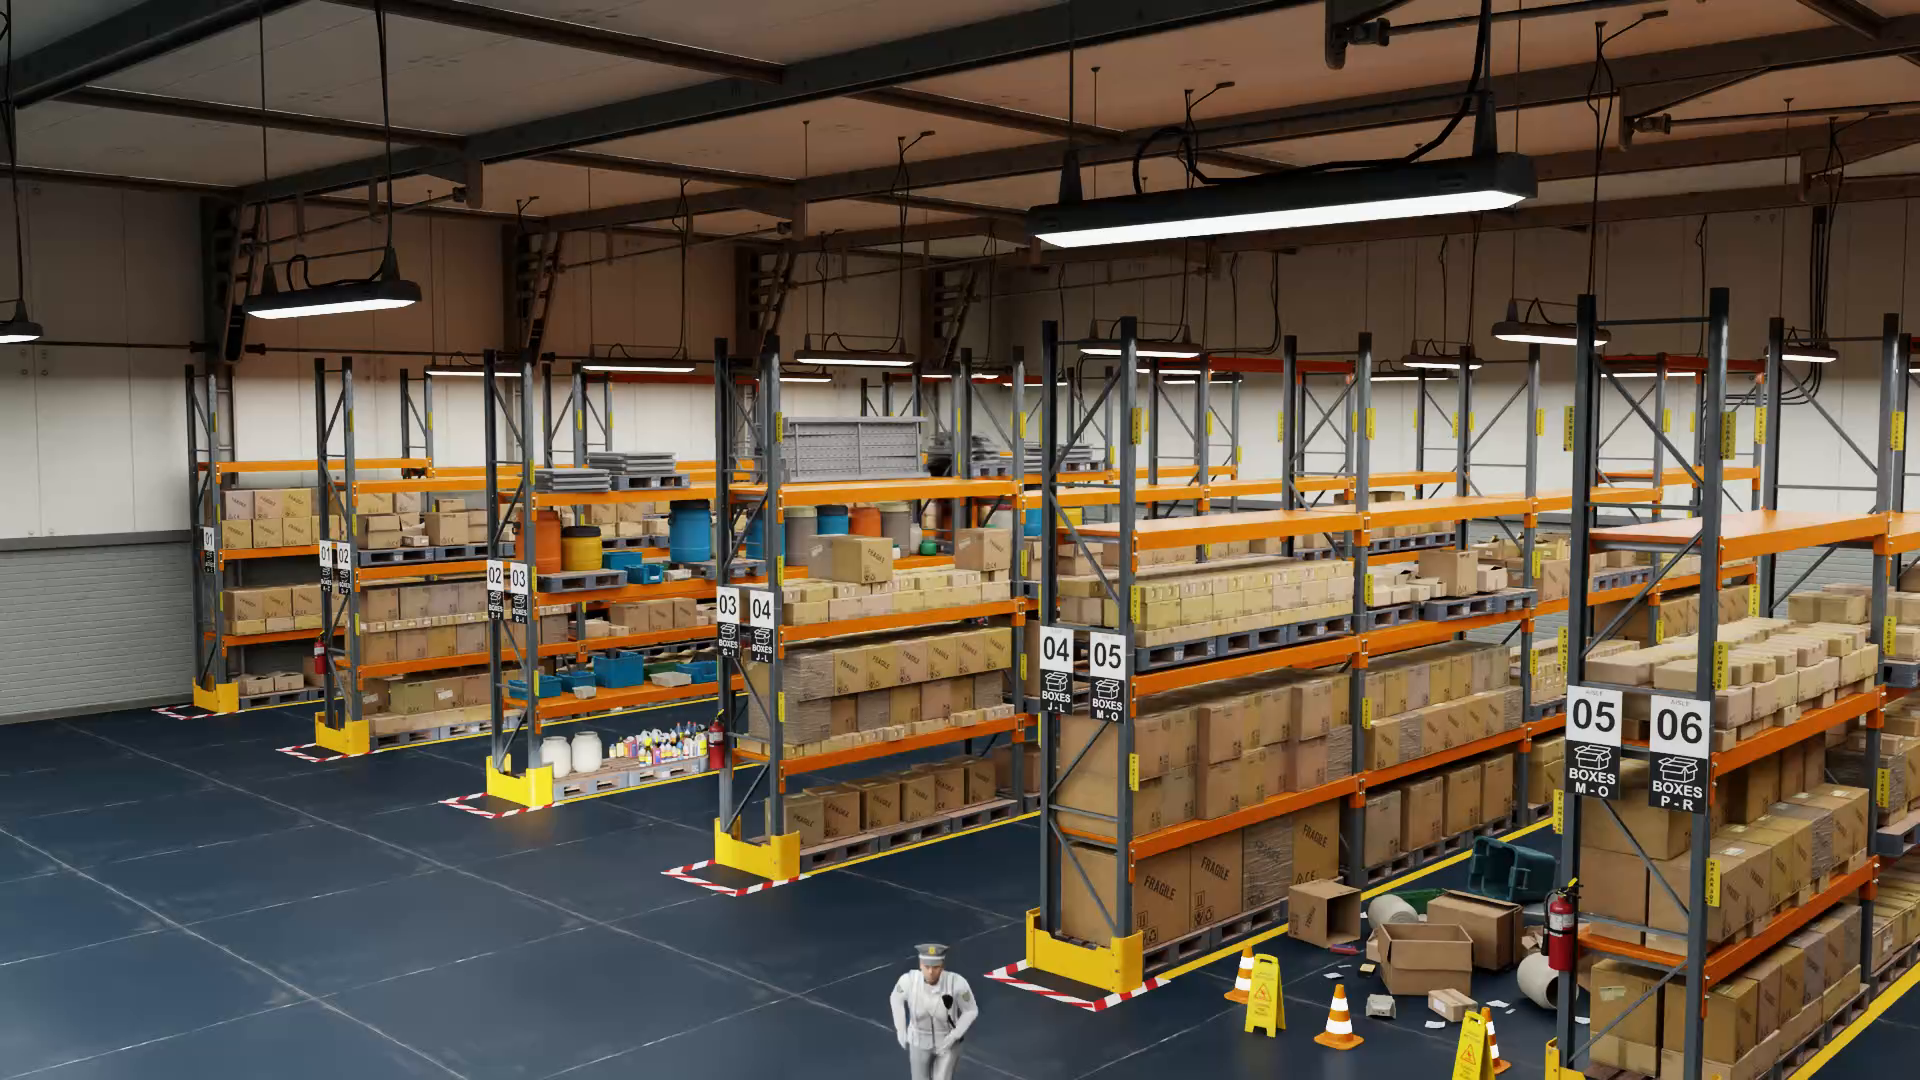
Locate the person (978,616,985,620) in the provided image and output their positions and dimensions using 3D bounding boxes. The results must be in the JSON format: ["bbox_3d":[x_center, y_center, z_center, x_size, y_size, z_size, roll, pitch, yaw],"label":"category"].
[{"bbox_3d":[0.574,1.803,32.070,0.677,1.543,0.674,-4,6,-41],"label":"person"}]

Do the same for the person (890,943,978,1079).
[{"bbox_3d":[-0.180,3.501,11.523,0.610,1.623,0.726,0,4,0],"label":"person"}]
